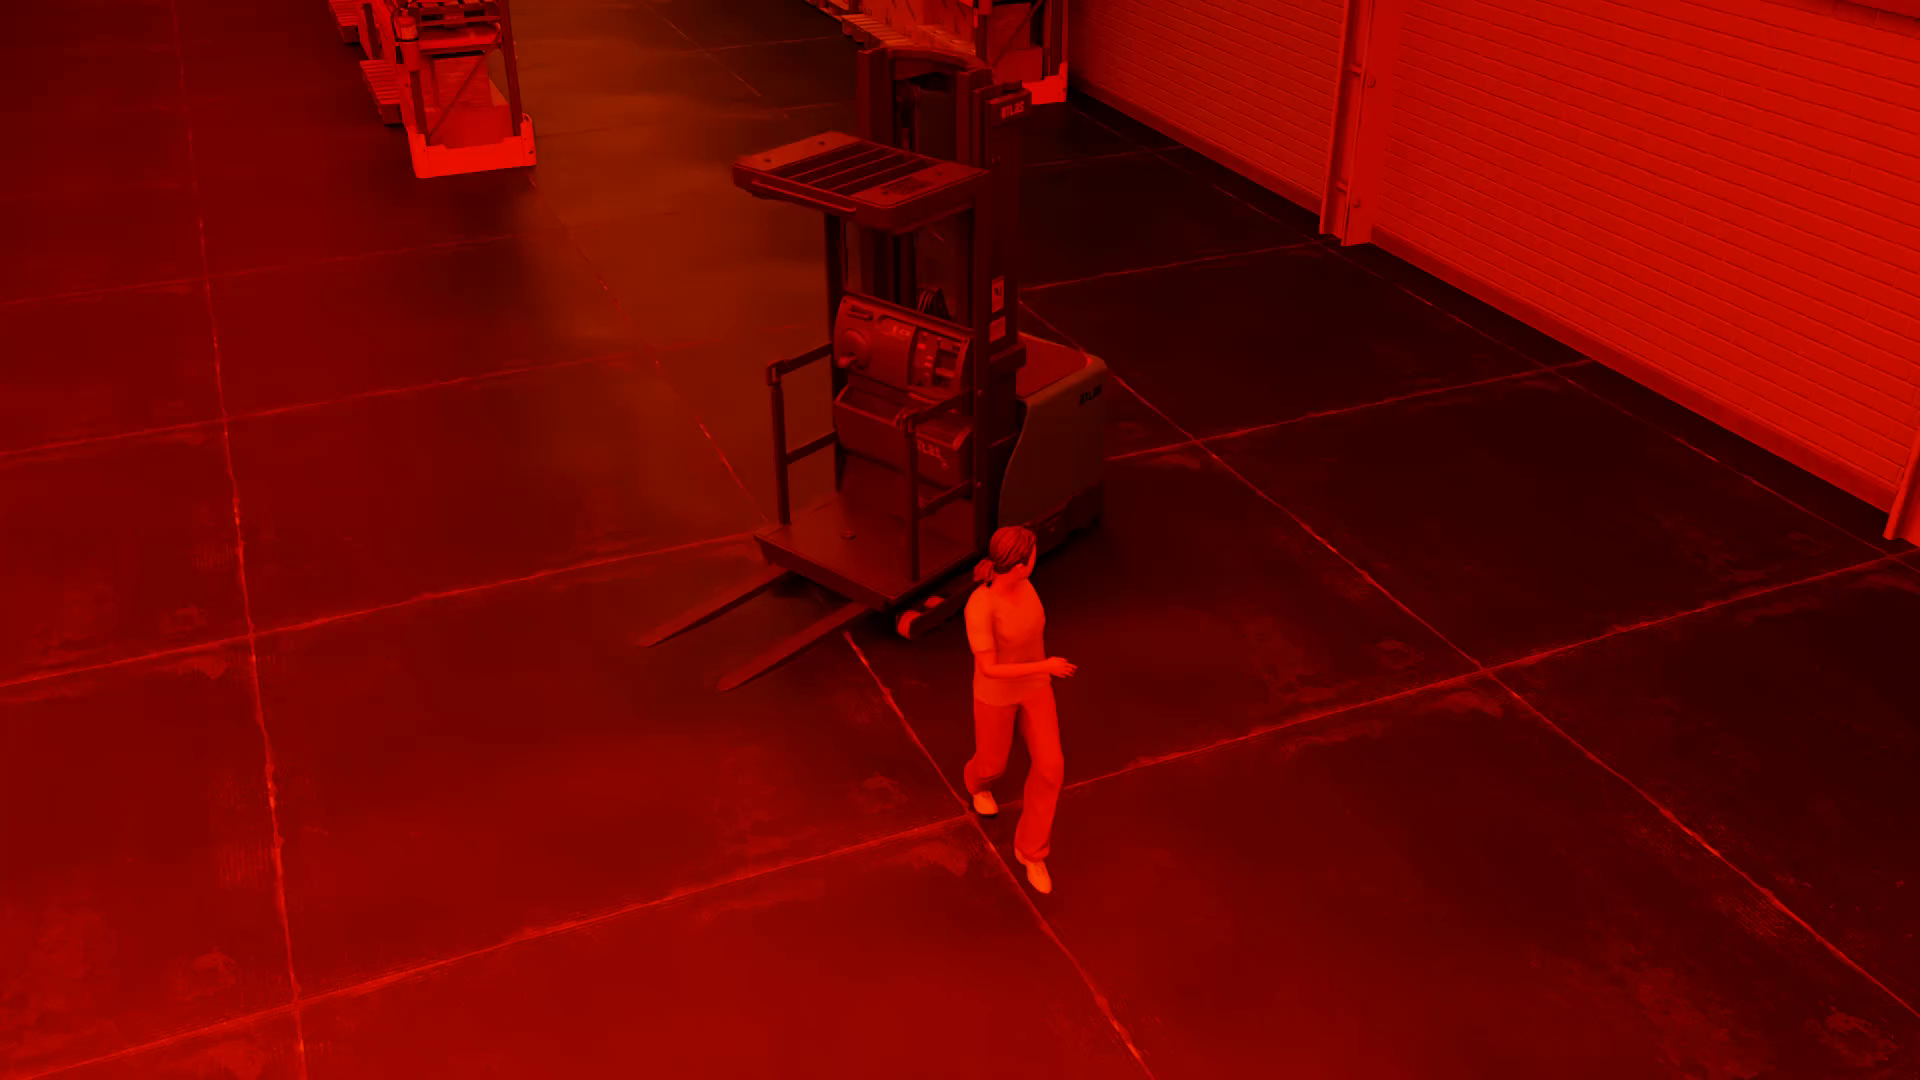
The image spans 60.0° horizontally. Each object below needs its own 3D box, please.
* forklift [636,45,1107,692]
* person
[{"bbox_3d":[-0.458,-1.003,8.873,1.130,2.935,3.031,23,37,34],"label":"forklift"},{"bbox_3d":[0.228,0.668,7.332,0.471,1.616,0.917,-15,33,-24],"label":"person"}]
